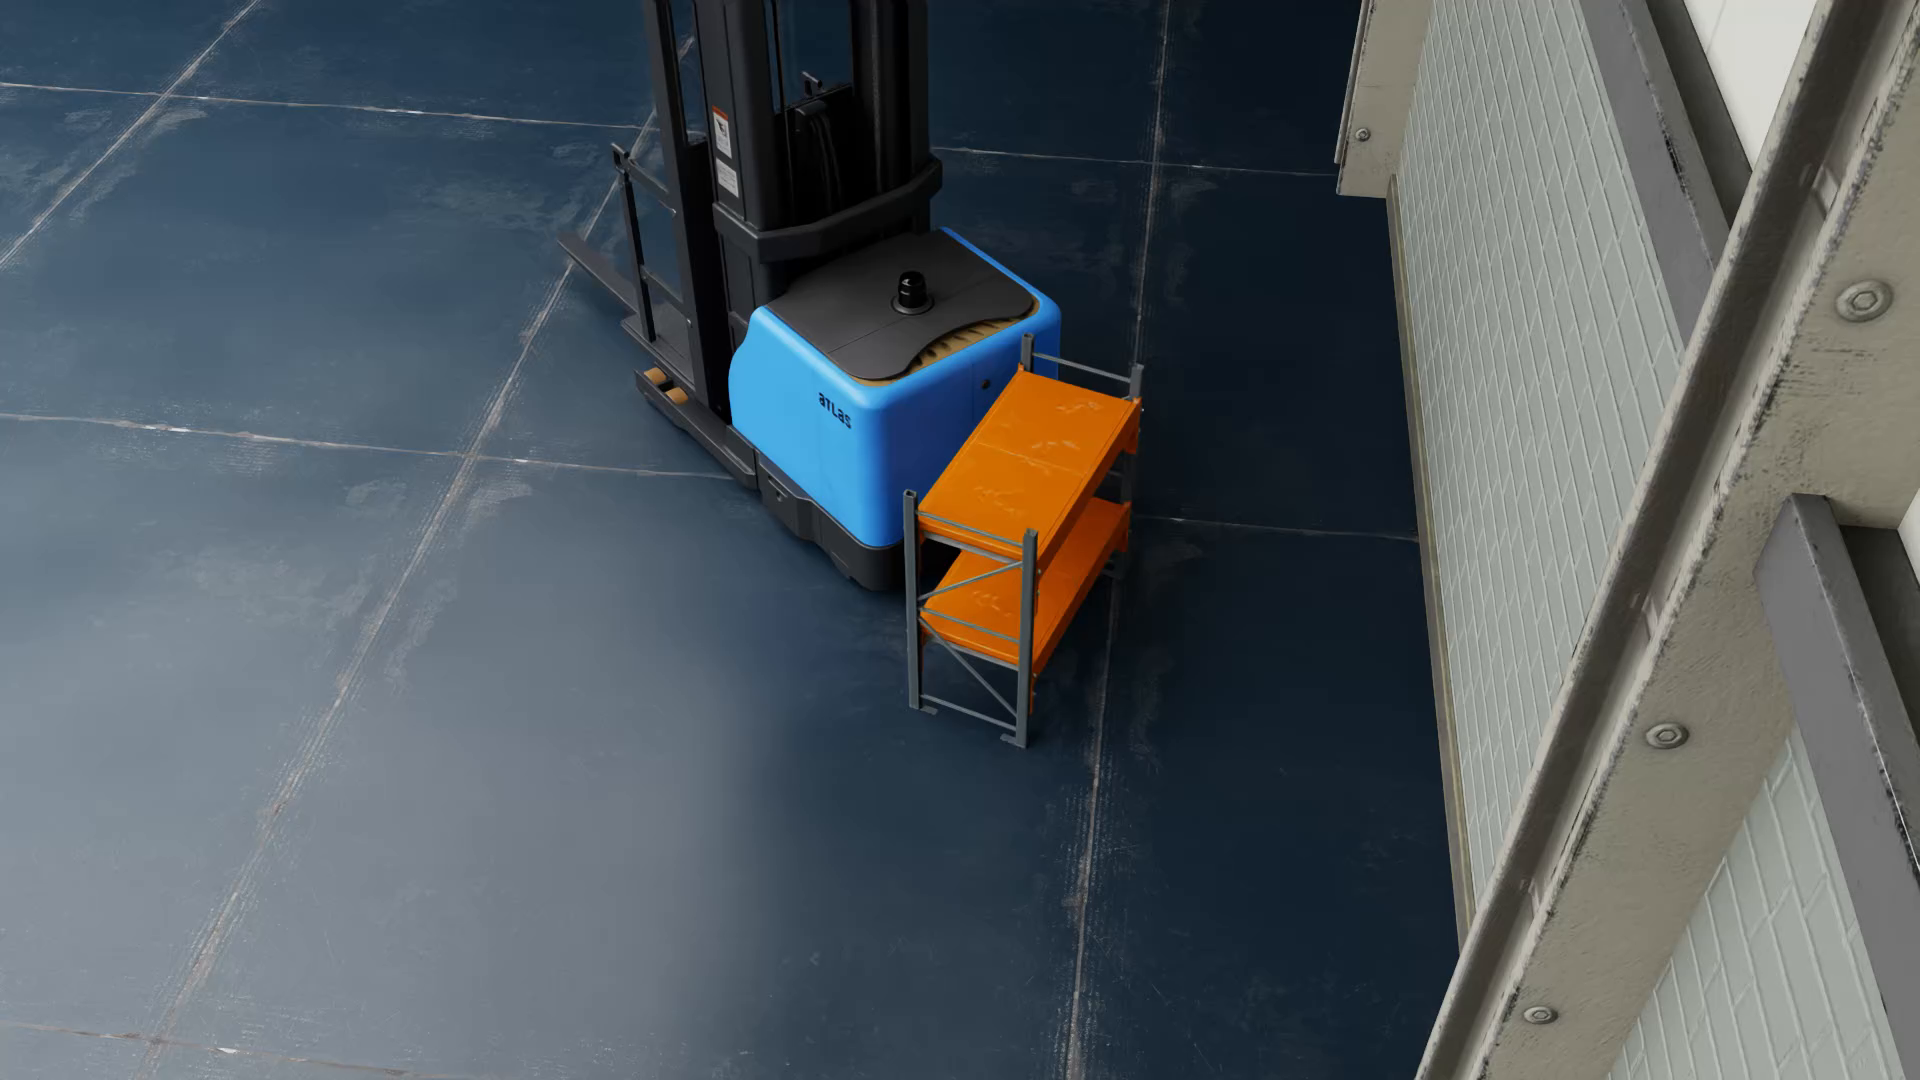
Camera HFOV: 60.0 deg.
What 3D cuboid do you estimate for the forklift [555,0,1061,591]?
[{"bbox_3d":[-0.886,-1.807,7.027,1.130,2.935,3.031,-29,50,-27],"label":"forklift"}]

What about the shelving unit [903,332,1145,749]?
[{"bbox_3d":[0.252,-0.002,6.434,0.538,1.125,1.048,18,46,18],"label":"shelving unit"}]

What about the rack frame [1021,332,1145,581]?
[{"bbox_3d":[0.471,-0.318,6.767,0.500,1.125,0.032,18,46,18],"label":"rack frame"}]

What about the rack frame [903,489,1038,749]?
[{"bbox_3d":[0.034,0.313,6.101,0.500,1.125,0.032,18,46,18],"label":"rack frame"}]

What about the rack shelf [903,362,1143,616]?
[{"bbox_3d":[0.252,-0.215,6.233,0.538,0.278,1.000,18,46,18],"label":"rack shelf"}]

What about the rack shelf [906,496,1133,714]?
[{"bbox_3d":[0.252,0.175,6.602,0.538,0.278,1.000,18,46,18],"label":"rack shelf"}]

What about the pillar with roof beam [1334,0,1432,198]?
[{"bbox_3d":[-1.984,-5.709,6.735,9.100,9.000,0.400,5,44,6],"label":"pillar with roof beam"}]
